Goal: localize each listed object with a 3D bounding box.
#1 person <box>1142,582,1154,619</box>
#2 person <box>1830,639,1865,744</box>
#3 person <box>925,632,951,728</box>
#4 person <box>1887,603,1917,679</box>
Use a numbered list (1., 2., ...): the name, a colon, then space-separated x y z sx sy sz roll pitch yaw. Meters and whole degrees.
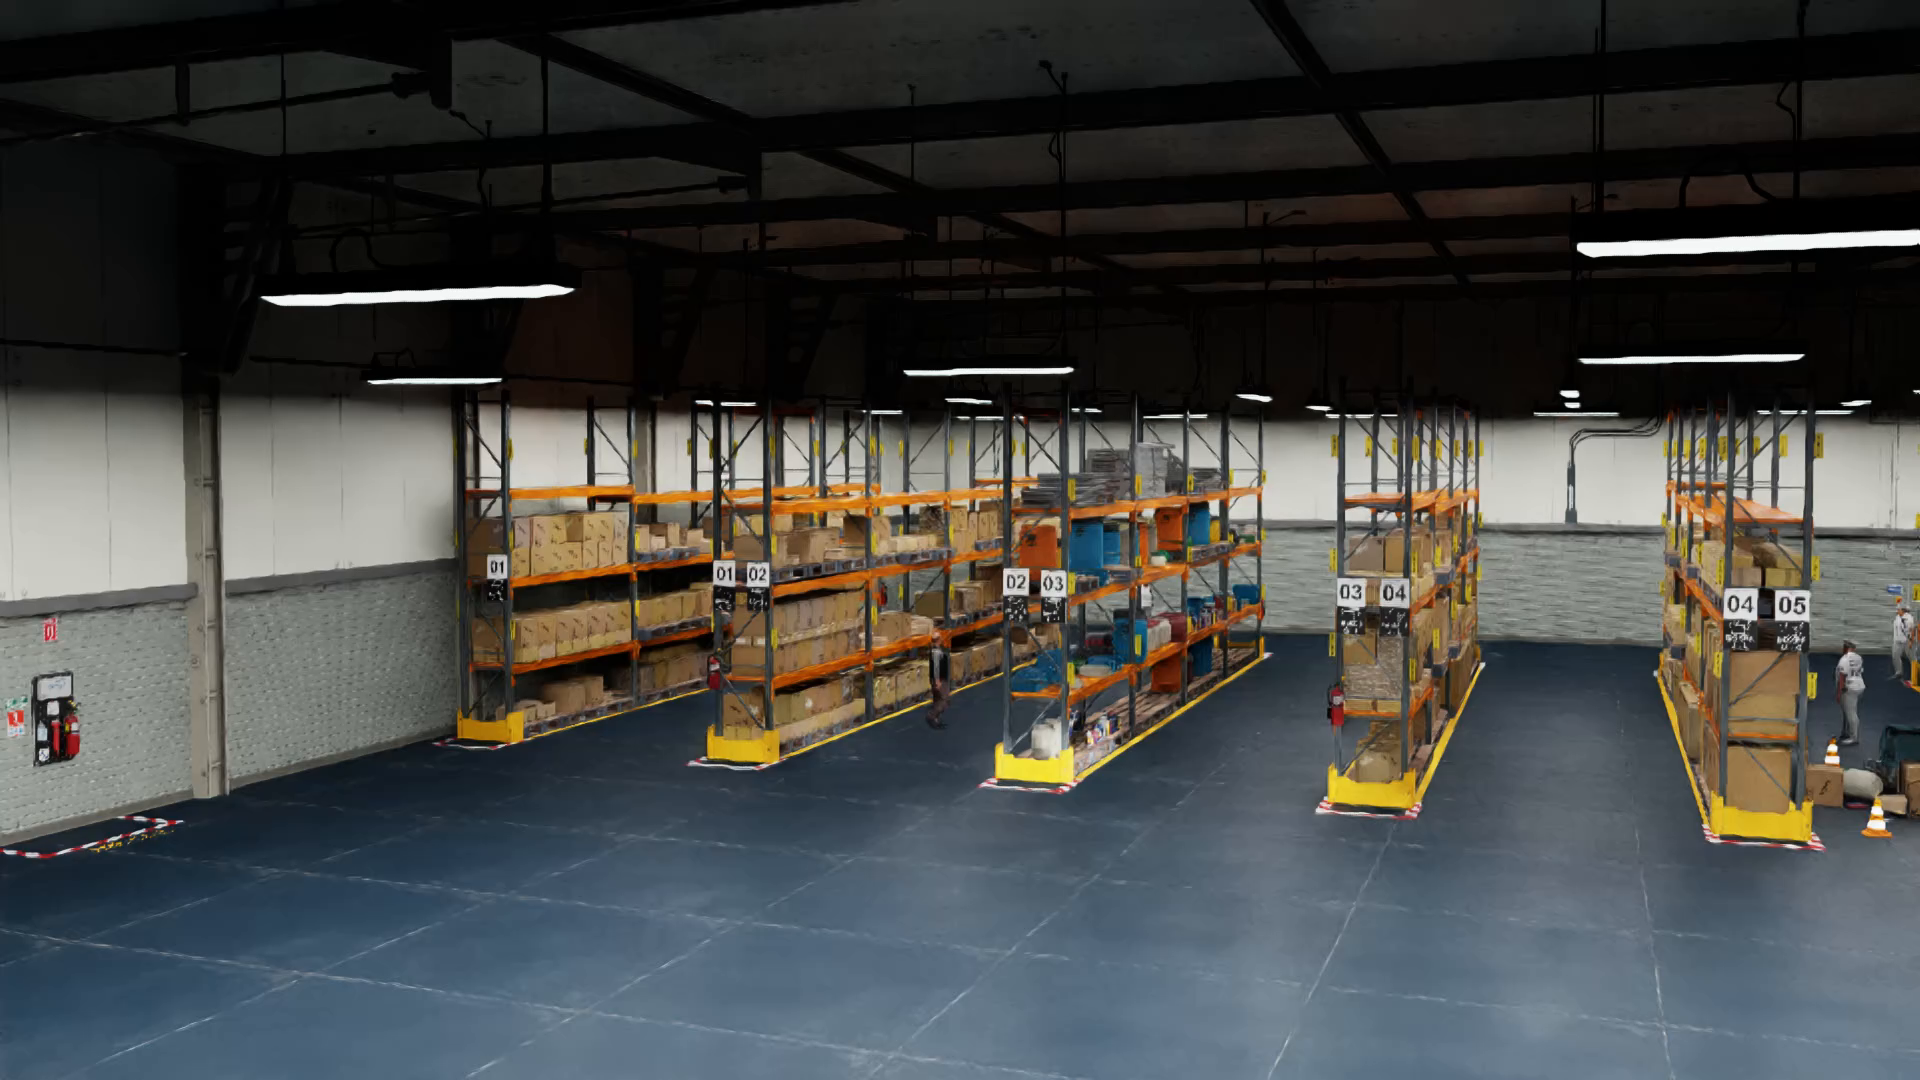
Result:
1. person: 4.703 1.778 43.580 0.672 1.662 0.509 -1 3 -22
2. person: 15.079 2.556 28.274 0.654 1.747 0.584 -3 4 -39
3. person: -0.408 2.506 29.688 0.447 1.720 0.569 0 3 -7
4. person: 20.511 2.198 36.050 0.560 1.653 0.546 -1 3 -13
